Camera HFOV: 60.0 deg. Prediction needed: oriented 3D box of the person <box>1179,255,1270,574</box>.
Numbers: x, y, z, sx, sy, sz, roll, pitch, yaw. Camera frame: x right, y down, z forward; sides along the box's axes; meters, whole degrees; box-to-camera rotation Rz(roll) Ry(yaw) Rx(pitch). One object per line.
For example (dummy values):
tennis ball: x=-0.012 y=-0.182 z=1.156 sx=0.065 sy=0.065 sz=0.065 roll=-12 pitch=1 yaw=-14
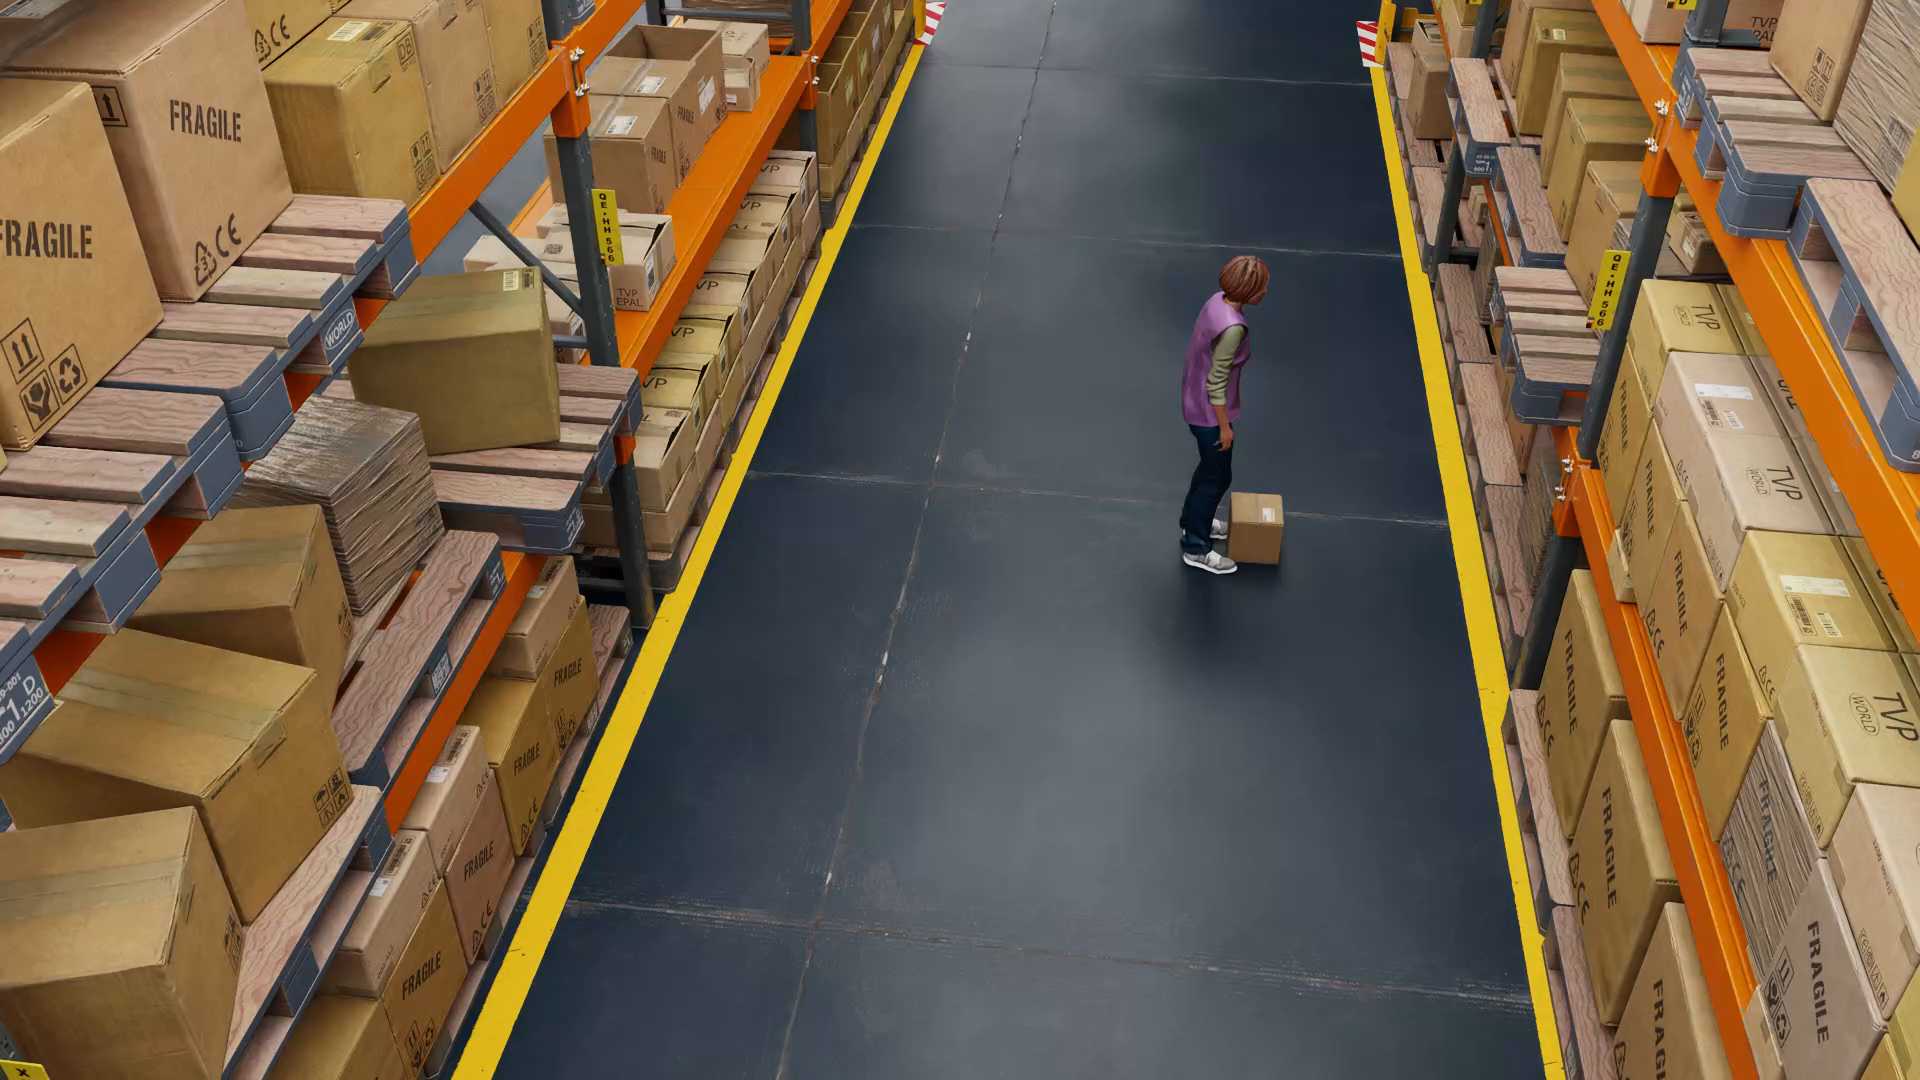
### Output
person: x=1.216 y=-0.609 z=7.867 sx=0.345 sy=1.591 sz=0.478 roll=2 pitch=37 yaw=3
